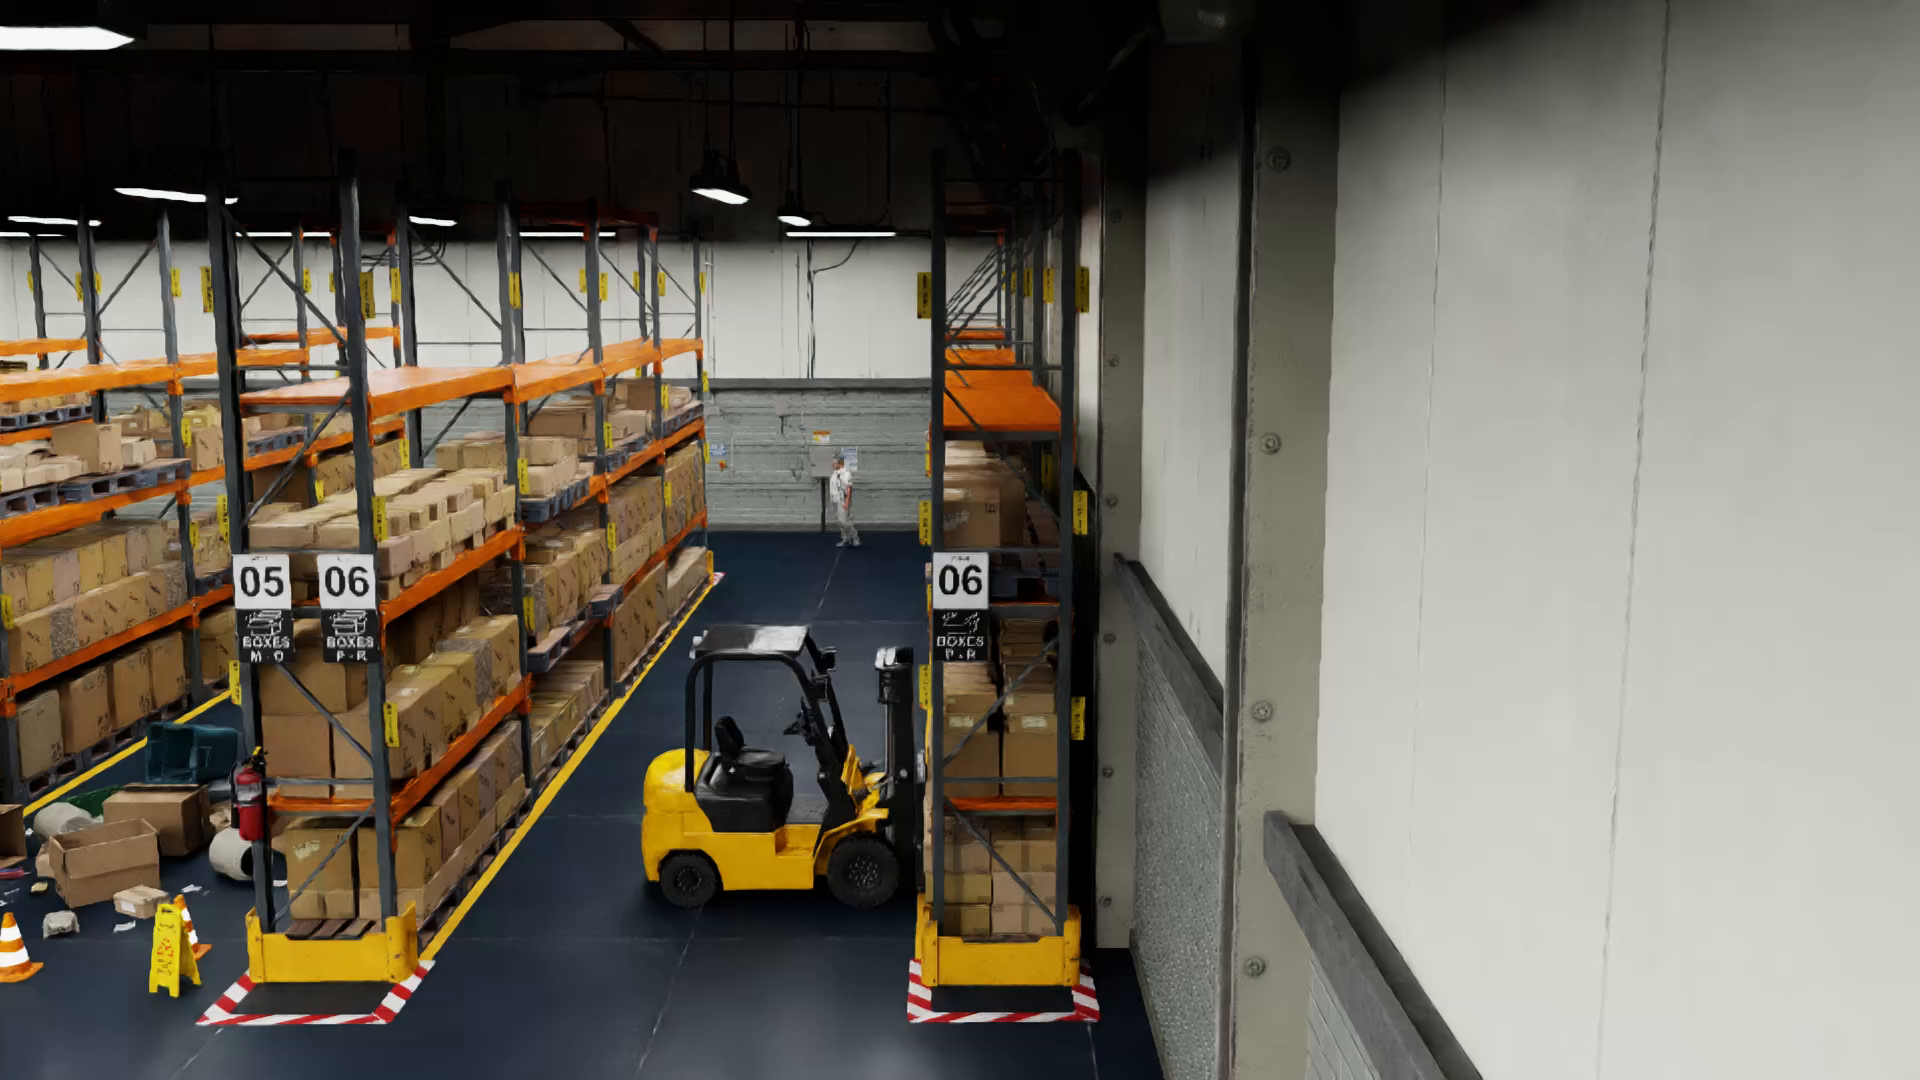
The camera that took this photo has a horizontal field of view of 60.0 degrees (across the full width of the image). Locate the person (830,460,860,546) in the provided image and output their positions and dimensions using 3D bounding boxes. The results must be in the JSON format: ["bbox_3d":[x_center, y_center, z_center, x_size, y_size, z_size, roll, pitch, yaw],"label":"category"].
[{"bbox_3d":[-2.196,-0.731,31.544,0.489,1.714,0.696,-7,11,-35],"label":"person"}]
